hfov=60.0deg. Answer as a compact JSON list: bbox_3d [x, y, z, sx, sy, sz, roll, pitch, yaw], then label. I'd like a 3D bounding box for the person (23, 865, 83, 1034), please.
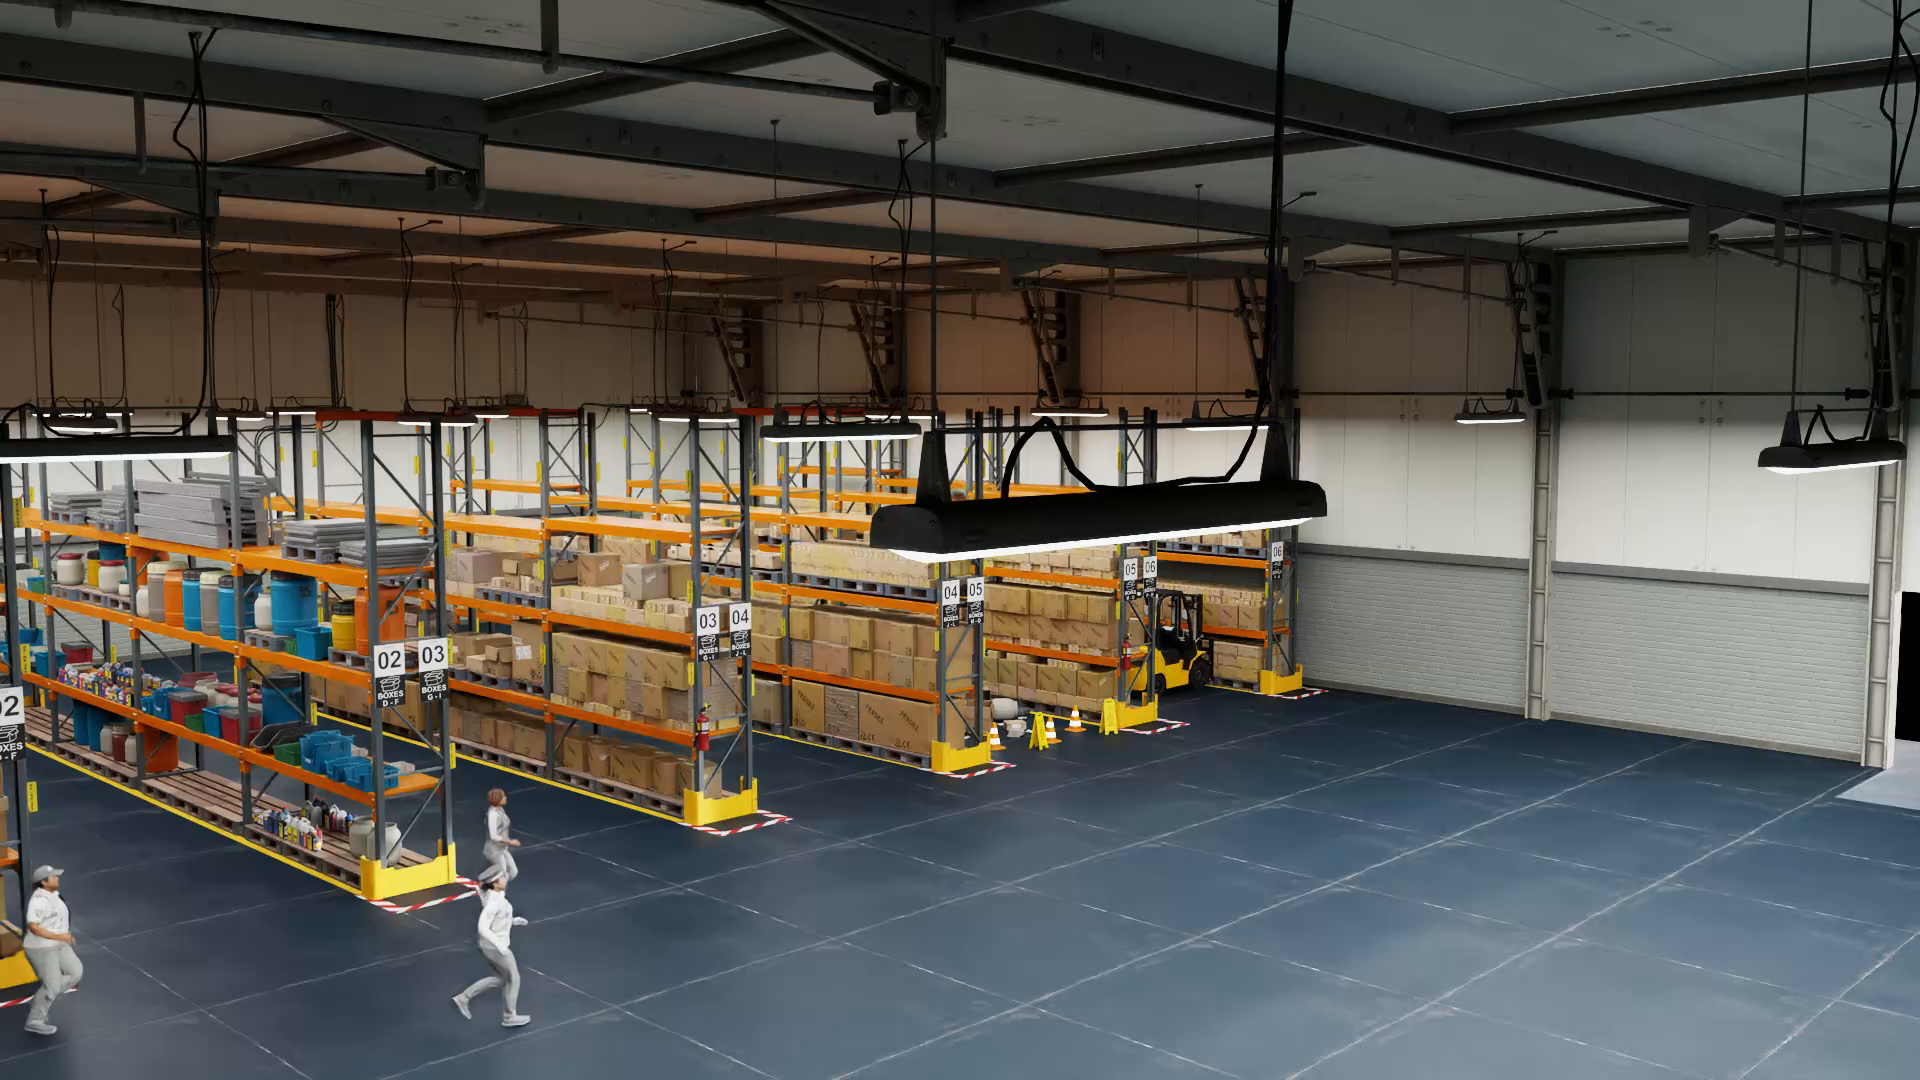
[{"bbox_3d":[-9.059,4.055,16.607,0.491,1.625,0.620,-1,5,-13],"label":"person"}]

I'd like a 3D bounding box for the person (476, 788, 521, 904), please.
[{"bbox_3d":[-5.598,3.776,20.173,0.563,1.541,0.570,-1,5,-8],"label":"person"}]

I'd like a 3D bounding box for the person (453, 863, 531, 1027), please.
[{"bbox_3d":[-4.654,4.033,16.493,0.743,1.664,0.616,-2,5,-21],"label":"person"}]

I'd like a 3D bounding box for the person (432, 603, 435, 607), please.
[{"bbox_3d":[-11.704,2.294,37.059,0.581,1.594,0.692,-5,7,-44],"label":"person"}]
